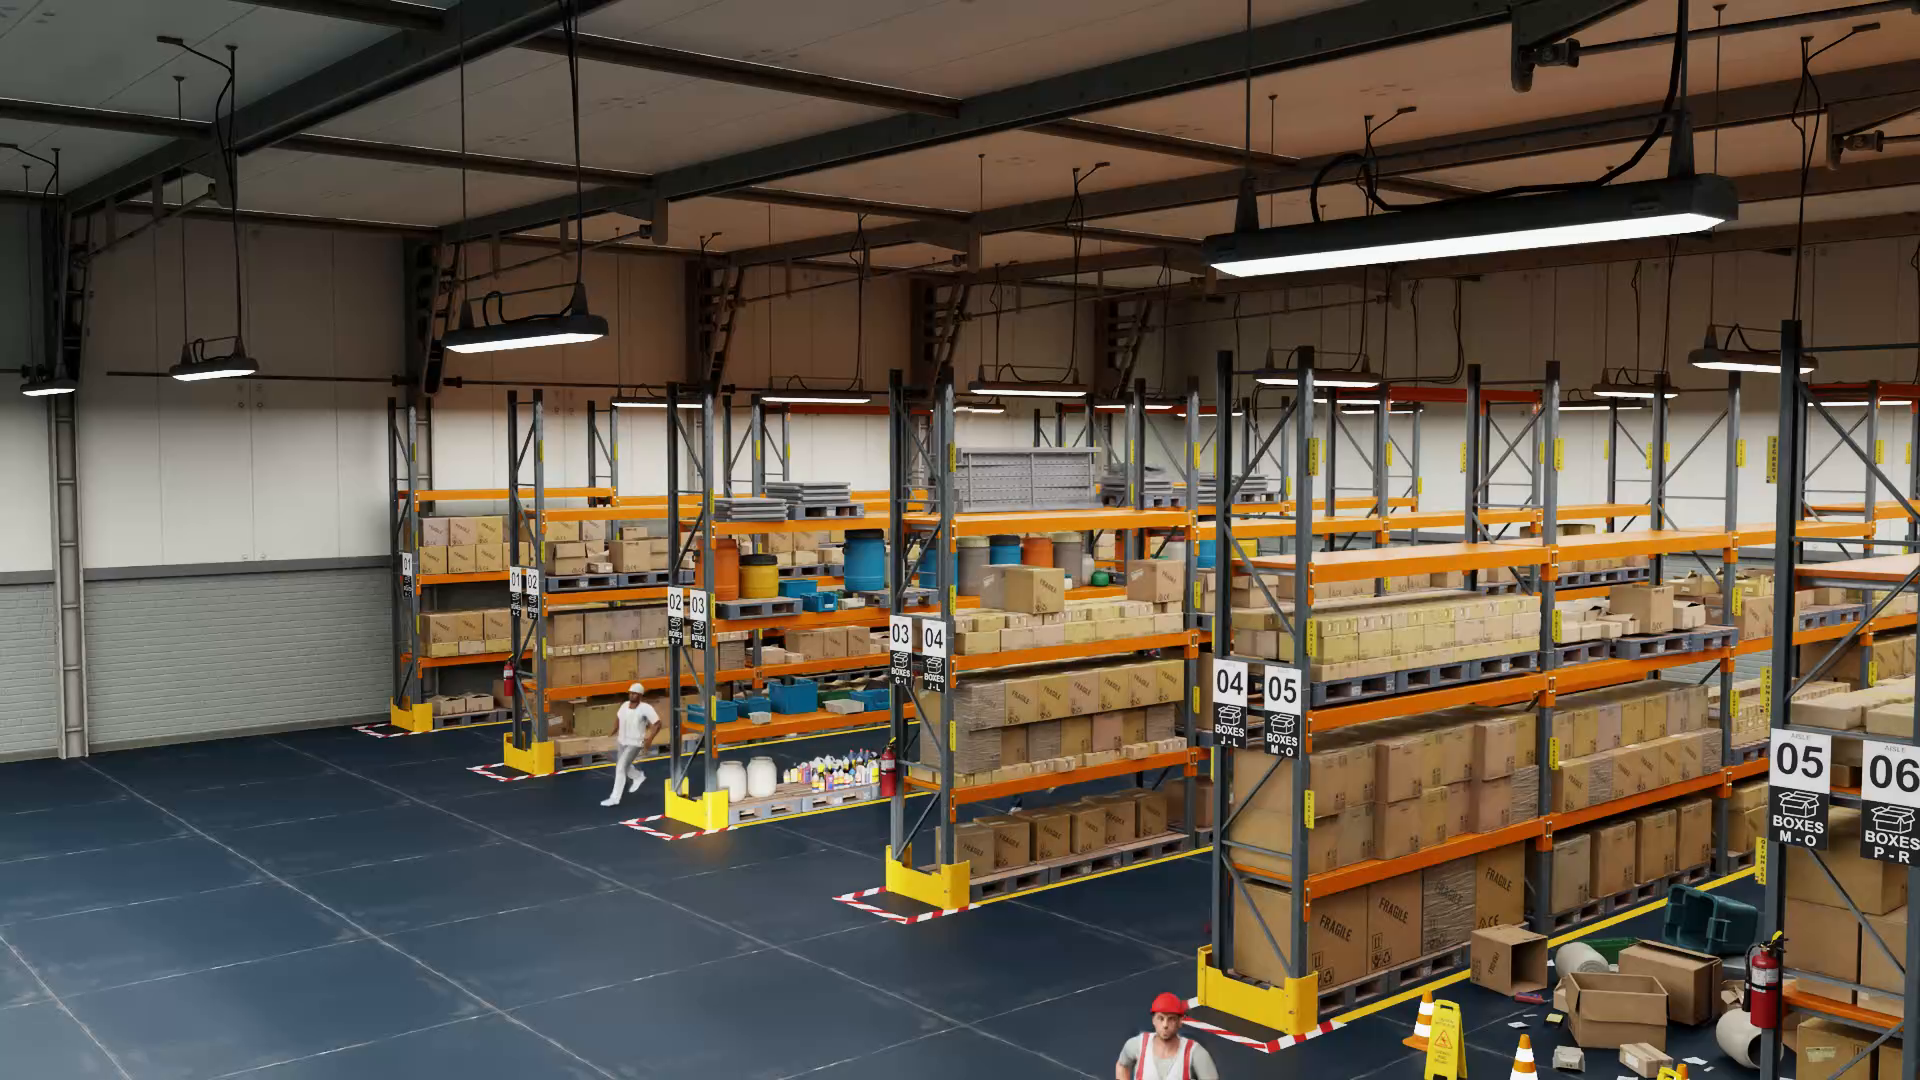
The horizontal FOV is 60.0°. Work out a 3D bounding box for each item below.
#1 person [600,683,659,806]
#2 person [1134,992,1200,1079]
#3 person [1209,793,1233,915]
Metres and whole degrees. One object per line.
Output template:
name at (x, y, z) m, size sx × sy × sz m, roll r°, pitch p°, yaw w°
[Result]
person at (-4.680, 2.904, 23.775) m, size 0.718 × 1.720 × 0.920 m, roll 2°, pitch 4°, yaw 33°
person at (1.264, 3.653, 10.202) m, size 0.417 × 1.766 × 0.998 m, roll 1°, pitch 3°, yaw 11°
person at (3.075, 3.344, 17.847) m, size 0.921 × 1.346 × 0.546 m, roll -3°, pitch 5°, yaw -44°
